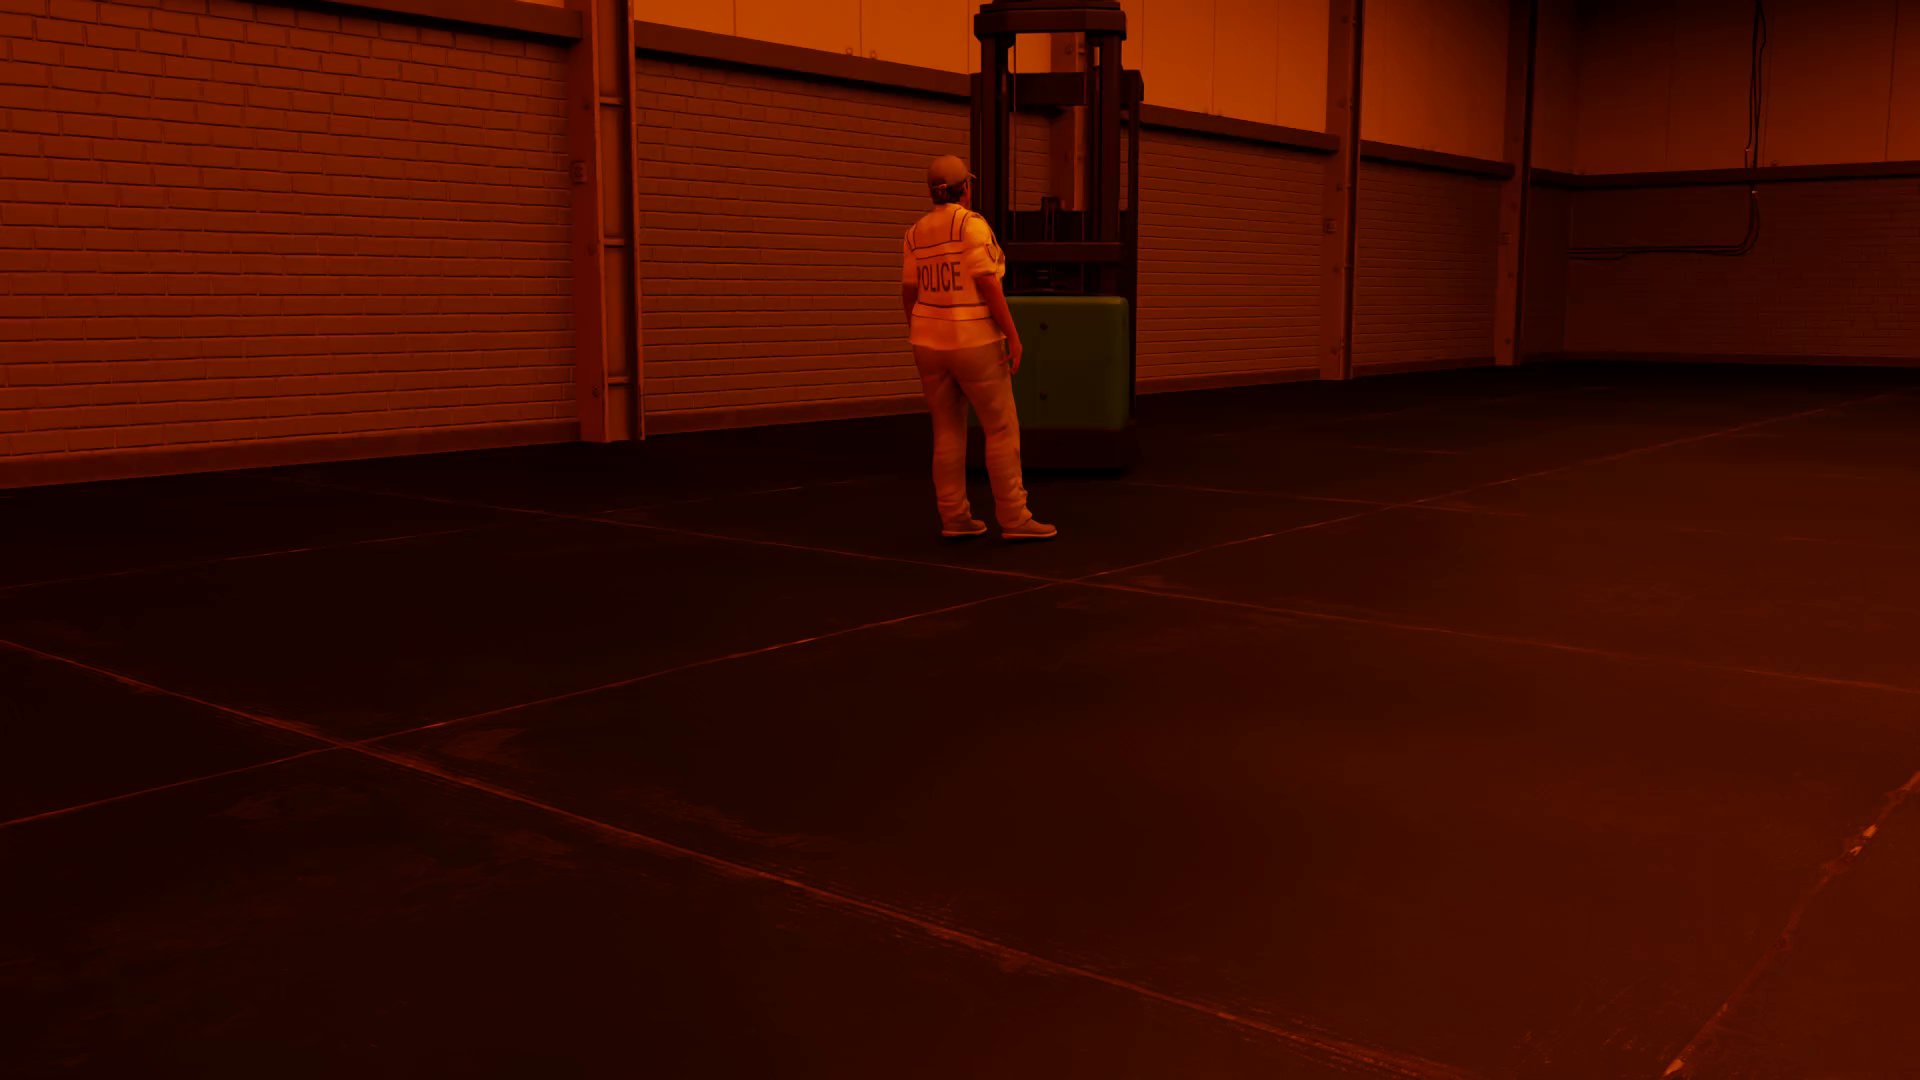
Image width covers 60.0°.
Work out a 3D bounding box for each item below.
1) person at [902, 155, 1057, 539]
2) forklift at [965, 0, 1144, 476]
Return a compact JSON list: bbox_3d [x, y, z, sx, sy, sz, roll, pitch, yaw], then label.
[{"bbox_3d":[0.066,-0.838,7.328,0.598,1.670,0.529,7,11,38],"label":"person"},{"bbox_3d":[0.646,-2.015,11.055,1.130,2.935,3.031,1,8,8],"label":"forklift"}]
